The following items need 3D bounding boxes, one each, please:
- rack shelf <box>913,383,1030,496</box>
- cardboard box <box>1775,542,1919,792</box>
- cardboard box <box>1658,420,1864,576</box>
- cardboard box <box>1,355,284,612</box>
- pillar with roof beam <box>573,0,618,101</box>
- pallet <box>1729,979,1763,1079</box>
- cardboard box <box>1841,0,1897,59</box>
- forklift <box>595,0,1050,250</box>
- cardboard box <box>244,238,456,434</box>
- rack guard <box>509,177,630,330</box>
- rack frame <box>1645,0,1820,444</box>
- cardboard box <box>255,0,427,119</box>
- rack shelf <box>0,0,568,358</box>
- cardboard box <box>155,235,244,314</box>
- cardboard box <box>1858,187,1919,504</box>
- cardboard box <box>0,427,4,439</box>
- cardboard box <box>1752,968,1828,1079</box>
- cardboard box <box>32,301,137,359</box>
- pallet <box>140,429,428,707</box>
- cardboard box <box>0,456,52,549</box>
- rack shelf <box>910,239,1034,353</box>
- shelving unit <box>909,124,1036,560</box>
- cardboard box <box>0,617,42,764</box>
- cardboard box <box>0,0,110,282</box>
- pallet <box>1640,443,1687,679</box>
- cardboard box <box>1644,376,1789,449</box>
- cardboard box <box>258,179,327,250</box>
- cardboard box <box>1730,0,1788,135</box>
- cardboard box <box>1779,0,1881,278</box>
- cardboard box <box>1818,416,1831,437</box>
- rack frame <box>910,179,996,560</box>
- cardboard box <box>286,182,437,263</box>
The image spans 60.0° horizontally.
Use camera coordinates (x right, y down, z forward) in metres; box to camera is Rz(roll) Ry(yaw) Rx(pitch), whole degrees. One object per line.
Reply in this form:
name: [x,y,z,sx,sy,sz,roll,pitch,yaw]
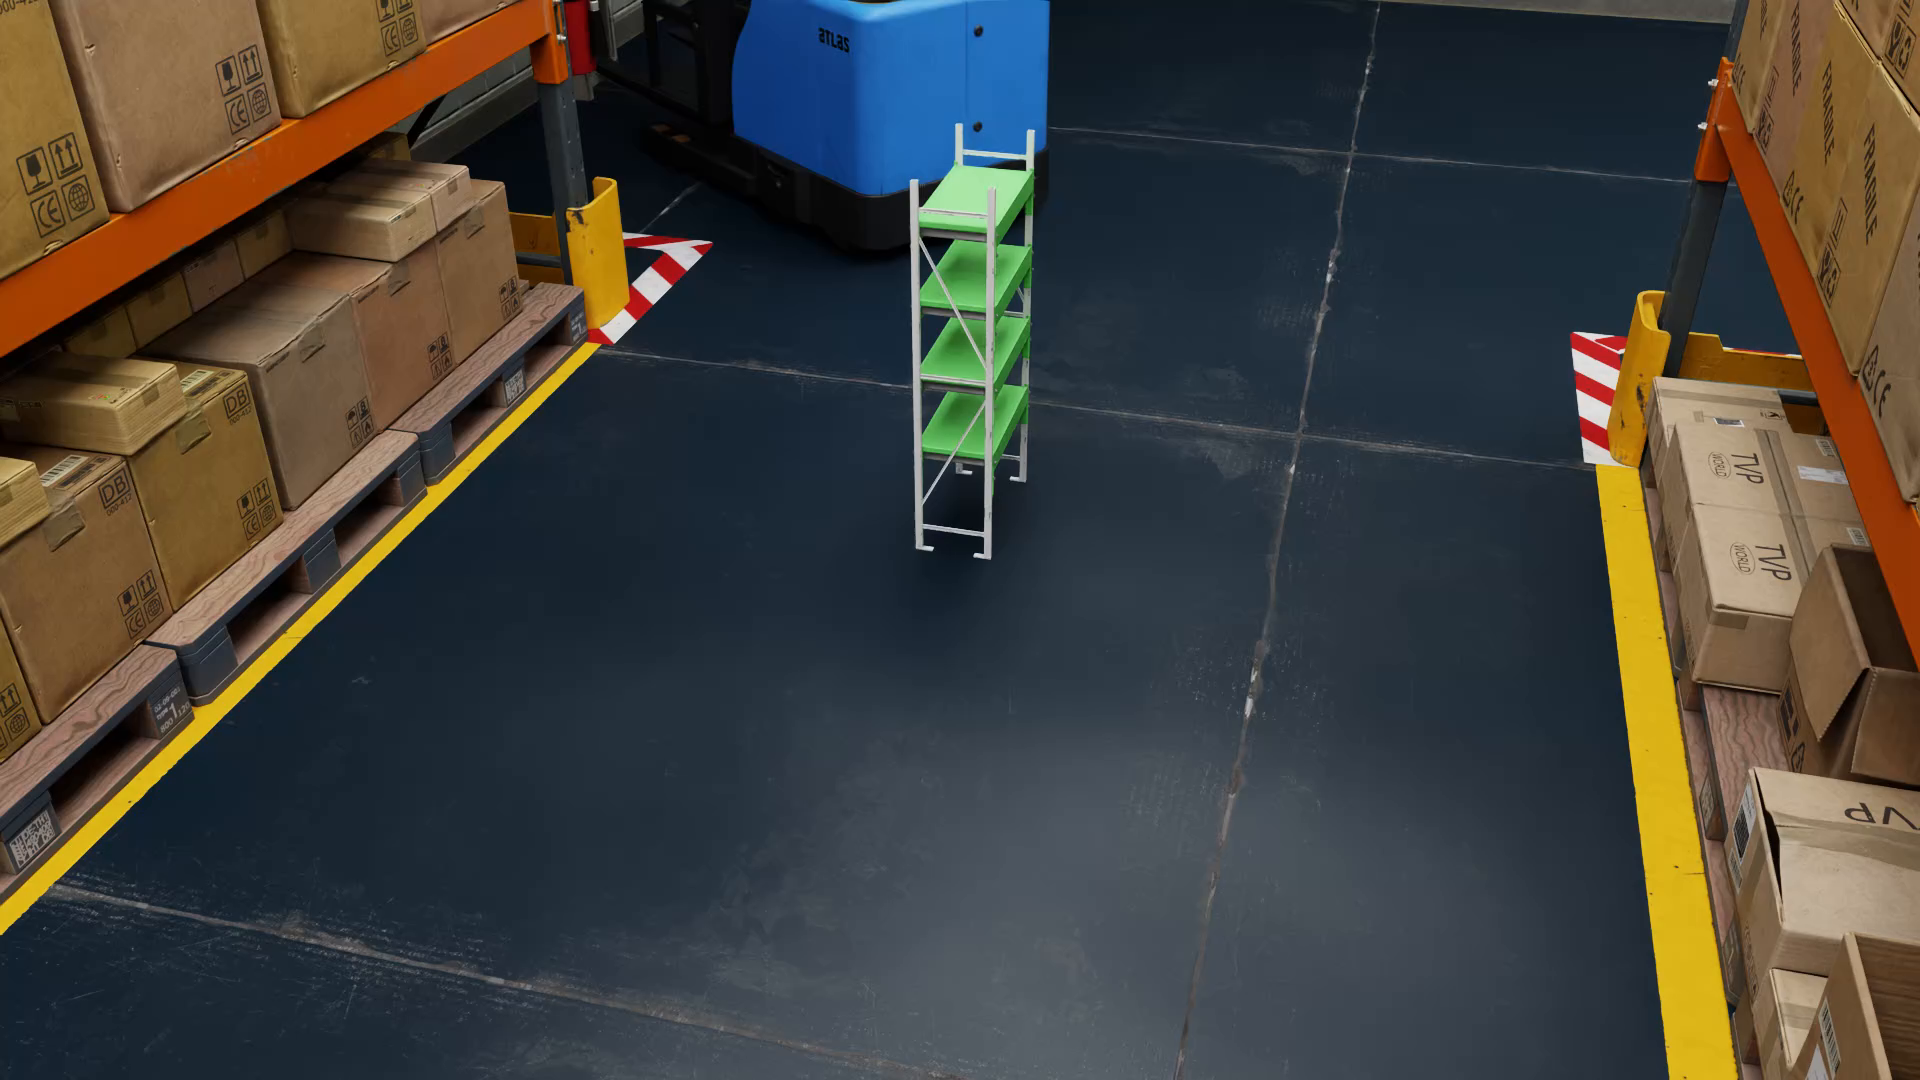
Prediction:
rack shelf: [0.042,-0.336,5.226,0.258,0.148,0.480,8,33,12]
cardboard box: [2.302,0.397,3.746,0.797,0.503,0.637,8,33,12]
cardboard box: [2.306,-0.093,4.753,0.500,0.250,0.500,8,33,12]
cardboard box: [-2.410,-0.190,4.692,0.700,0.500,0.500,9,33,14]
pillar with roof beam: [2.066,-5.707,5.840,9.100,9.000,0.400,8,33,12]
pallet: [2.006,1.326,2.968,1.003,0.211,1.213,8,33,12]
cardboard box: [2.221,-1.309,3.488,0.500,0.500,0.500,8,33,13]
forklift: [-0.915,-3.188,7.532,1.130,2.935,3.031,-23,39,-32]
cardboard box: [-2.155,-0.729,5.539,0.700,0.500,0.500,8,33,12]
rack guard: [-1.941,-1.201,6.673,1.175,0.500,0.348,8,33,12]
rack frame: [2.846,-1.571,4.924,1.000,3.000,0.127,8,33,12]
cardboard box: [-2.240,-1.725,4.887,0.980,0.700,0.700,8,33,12]
rack shelf: [-2.454,-0.902,4.543,1.077,0.370,4.000,8,33,12]
cardboard box: [-2.445,-0.829,5.093,0.380,0.149,0.250,8,33,13]
cardboard box: [1.967,-0.366,2.936,0.500,0.500,0.500,9,33,13]
cardboard box: [-2.704,-0.300,4.260,0.380,0.149,0.250,7,33,11]
cardboard box: [1.738,0.986,3.151,0.380,0.149,0.250,8,33,12]
cardboard box: [-2.574,-0.565,4.677,0.380,0.149,0.250,7,33,12]
pallet: [-2.386,-0.010,5.068,1.003,0.211,1.213,8,33,12]
cardboard box: [-2.410,-0.090,3.930,0.380,0.149,0.250,9,34,14]
rack shelf: [0.042,-0.741,4.969,0.258,0.148,0.480,8,33,12]
shelving unit: [0.042,-0.592,5.063,0.258,1.200,0.503,8,33,12]
cardboard box: [-2.673,0.336,3.864,0.700,0.500,0.500,8,33,13]
cardboard box: [-2.618,-0.951,3.671,0.980,0.700,0.700,7,33,11]
pallet: [2.625,0.060,4.960,1.003,0.211,1.213,8,33,12]
cardboard box: [2.407,-0.383,5.303,0.380,0.149,0.250,8,33,12]
cardboard box: [-2.317,-1.091,5.505,0.380,0.149,0.250,8,33,12]
cardboard box: [2.478,-1.418,4.592,0.500,0.500,0.500,9,33,13]
cardboard box: [2.222,-0.890,3.761,0.500,0.500,0.500,8,33,12]
cardboard box: [2.946,-0.386,4.980,0.500,0.500,0.500,8,33,12]
rack frame: [-0.020,-0.466,4.864,0.240,1.200,0.015,8,33,12]
cardboard box: [-1.948,-1.038,5.421,0.380,0.149,0.250,9,34,14]
